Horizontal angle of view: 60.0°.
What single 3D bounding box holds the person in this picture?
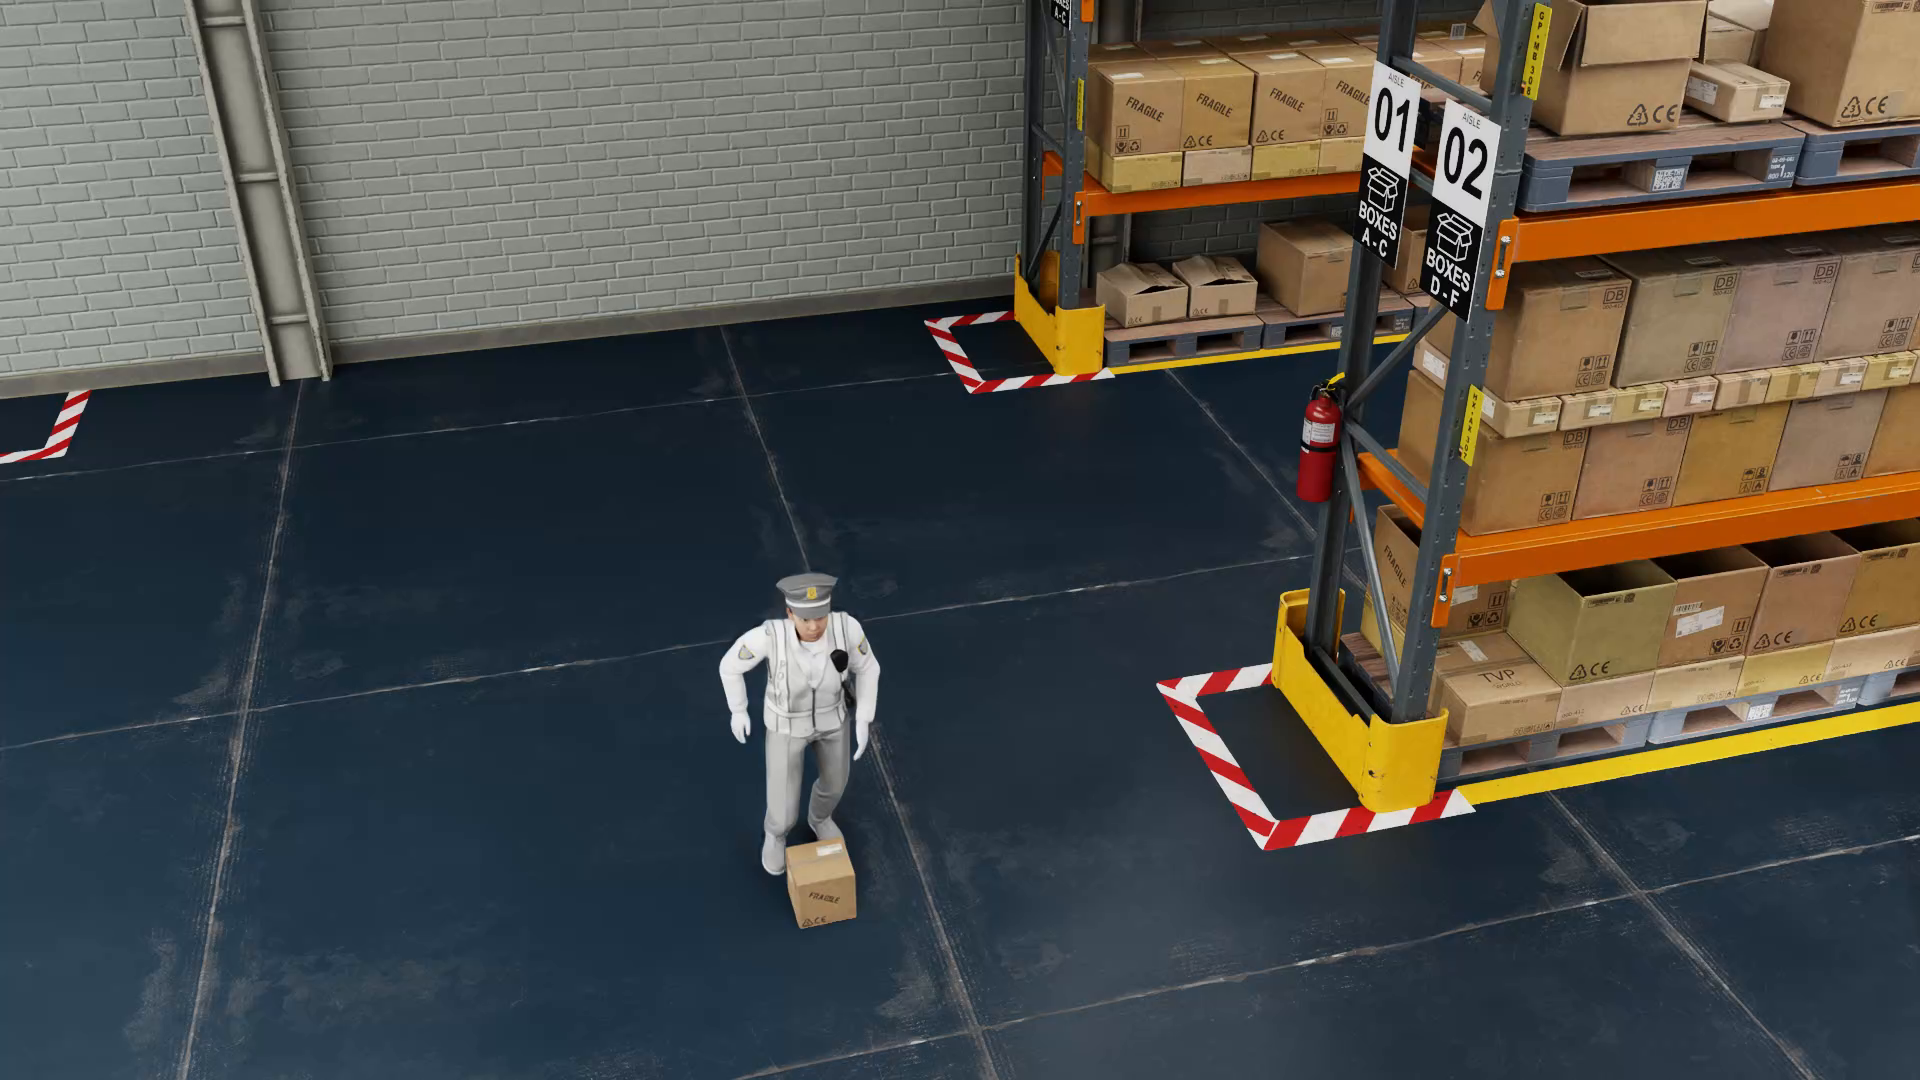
[{"bbox_3d":[-0.654,0.763,6.981,0.645,1.608,0.645,-11,32,-17],"label":"person"}]
